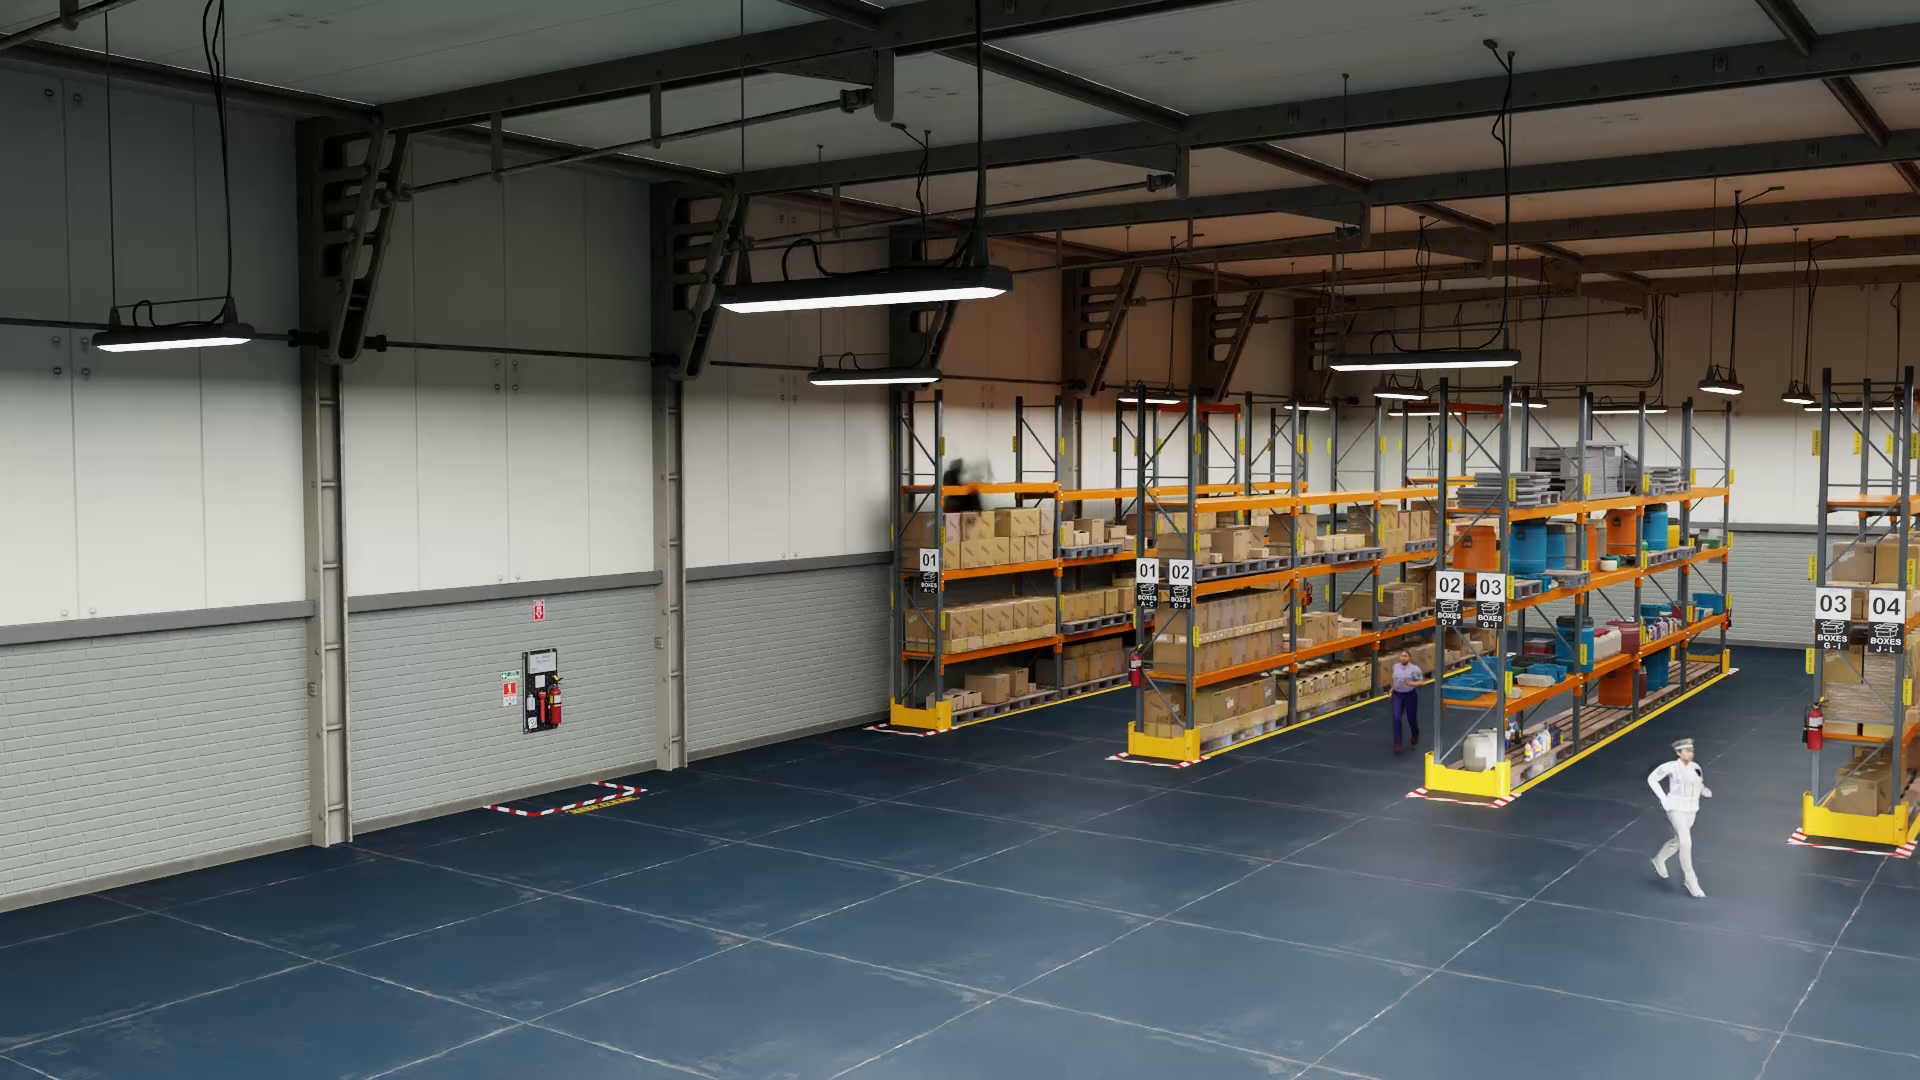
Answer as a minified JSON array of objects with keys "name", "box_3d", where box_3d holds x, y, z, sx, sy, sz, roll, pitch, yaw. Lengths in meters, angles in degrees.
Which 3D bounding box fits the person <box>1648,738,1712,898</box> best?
[{"name":"person","box_3d":[8.166,3.089,18.816,0.607,1.733,0.855,-1,3,-20]}]

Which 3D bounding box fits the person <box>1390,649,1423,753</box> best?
[{"name":"person","box_3d":[7.339,2.616,27.363,0.599,1.651,0.937,2,4,29]}]
